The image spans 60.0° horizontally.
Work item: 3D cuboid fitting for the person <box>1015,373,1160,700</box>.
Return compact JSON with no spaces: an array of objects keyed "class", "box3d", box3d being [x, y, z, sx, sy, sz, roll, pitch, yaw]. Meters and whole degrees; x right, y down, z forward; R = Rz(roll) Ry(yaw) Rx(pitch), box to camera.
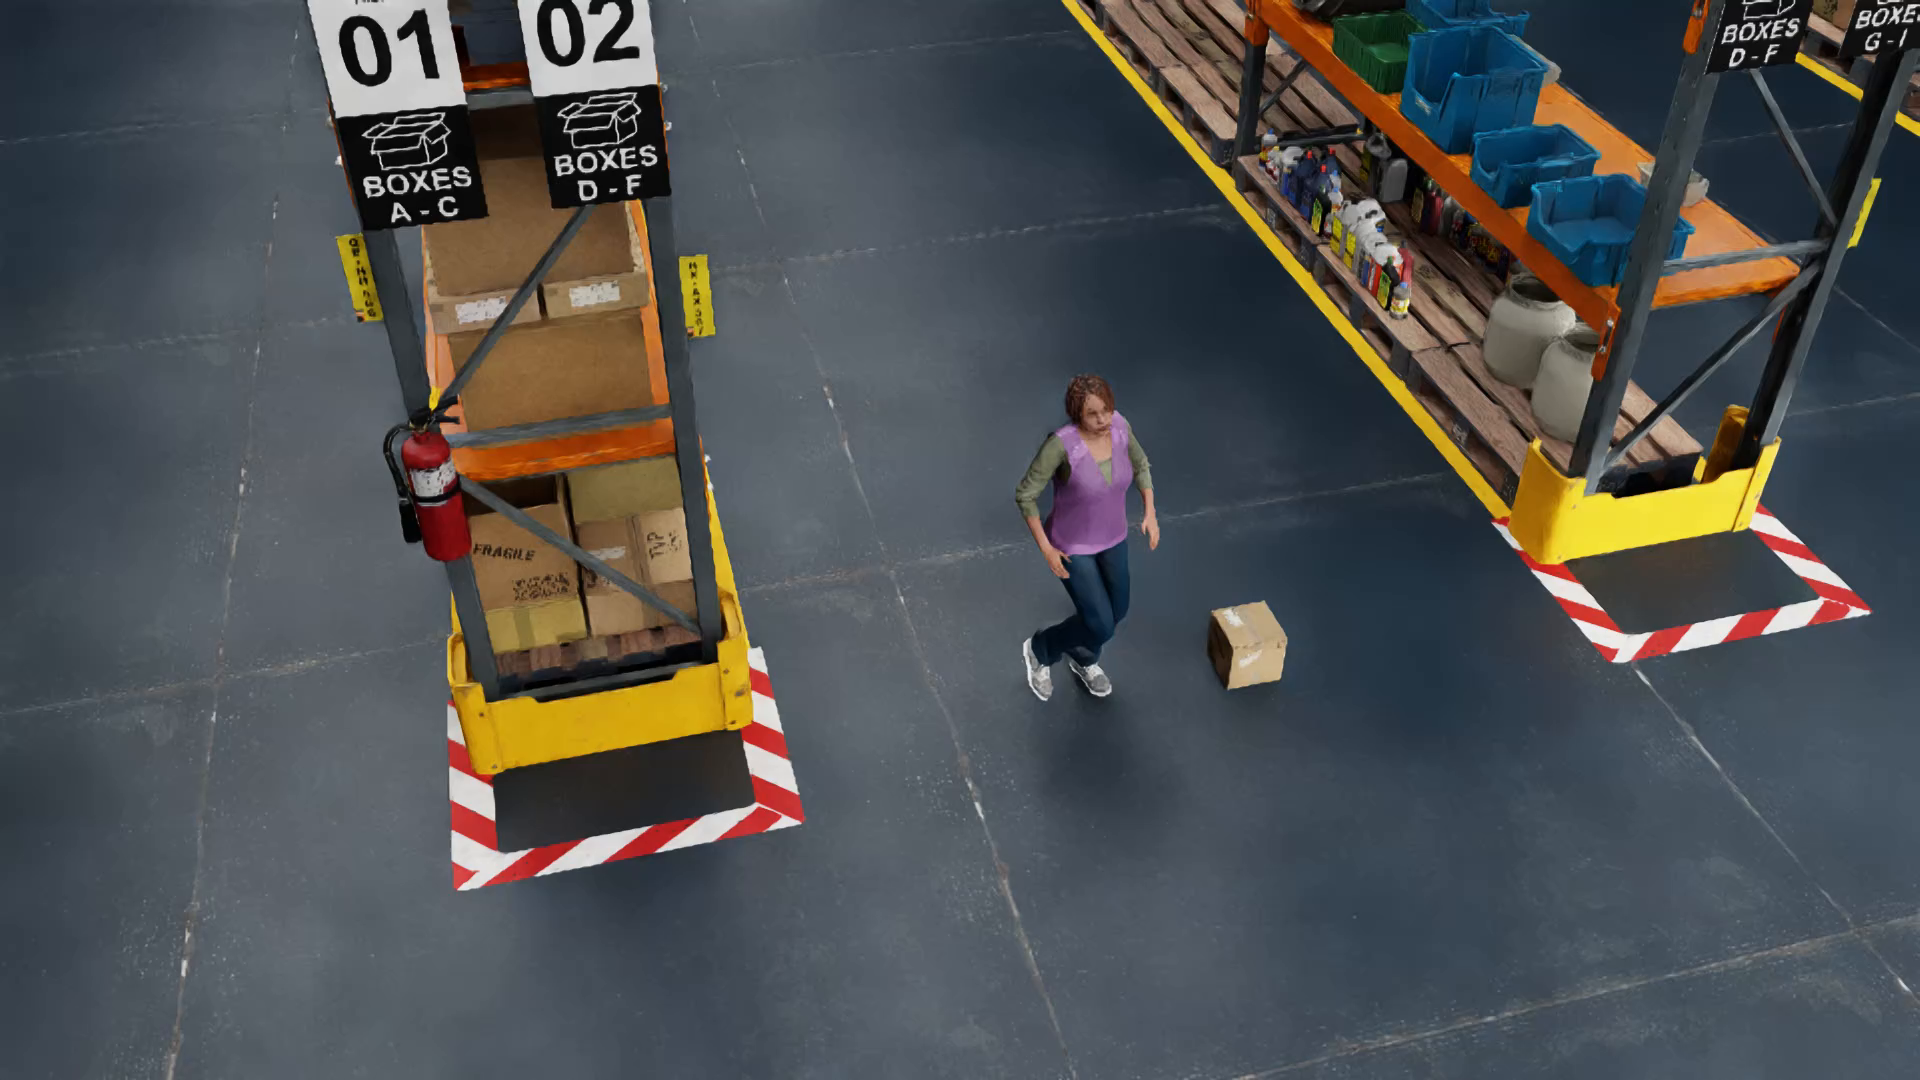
[{"class":"person","box3d":[0.559,0.013,6.732,0.579,1.567,0.442,-28,47,-30]}]
